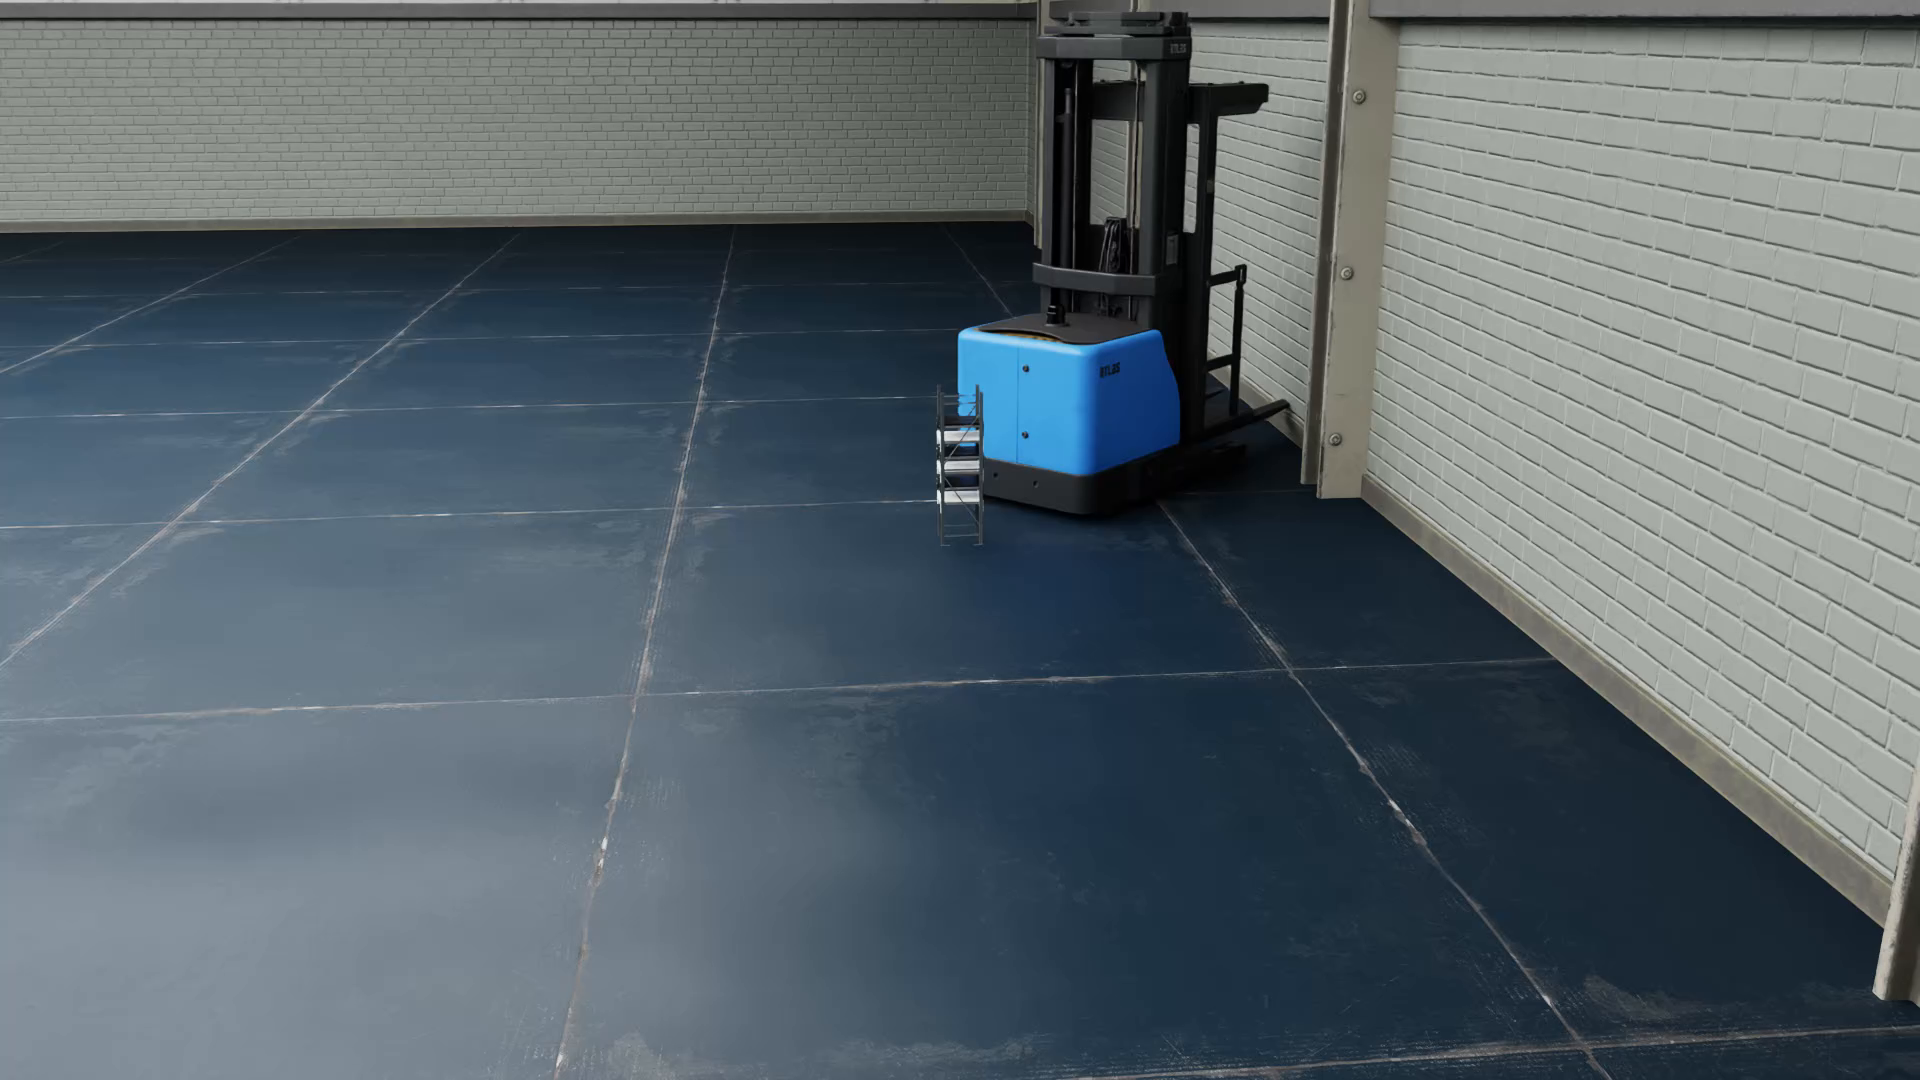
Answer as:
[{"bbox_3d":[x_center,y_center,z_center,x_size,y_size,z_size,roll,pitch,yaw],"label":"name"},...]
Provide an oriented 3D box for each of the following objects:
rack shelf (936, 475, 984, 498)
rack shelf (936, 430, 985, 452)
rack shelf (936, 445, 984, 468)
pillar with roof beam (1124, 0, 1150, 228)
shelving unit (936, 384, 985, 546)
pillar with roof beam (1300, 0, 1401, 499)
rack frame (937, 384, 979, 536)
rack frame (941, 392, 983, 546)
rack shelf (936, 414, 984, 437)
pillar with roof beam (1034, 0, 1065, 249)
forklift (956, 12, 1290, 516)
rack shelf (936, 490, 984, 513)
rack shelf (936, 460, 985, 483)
[{"bbox_3d":[0.001,-0.309,9.572,0.258,0.077,0.200,-2,18,-6],"label":"rack shelf"},{"bbox_3d":[0.001,-0.567,9.491,0.258,0.077,0.200,-2,18,-6],"label":"rack shelf"},{"bbox_3d":[0.001,-0.481,9.518,0.258,0.077,0.200,-2,18,-6],"label":"rack shelf"},{"bbox_3d":[-2.499,-6.274,14.639,9.100,9.000,0.400,-2,18,-6],"label":"pillar with roof beam"},{"bbox_3d":[0.001,-0.427,9.535,0.258,0.900,0.210,-2,18,-6],"label":"shelving unit"},{"bbox_3d":[-1.881,-4.487,8.945,9.100,9.000,0.400,-2,18,-6],"label":"pillar with roof beam"},{"bbox_3d":[-0.010,-0.457,9.631,0.240,0.900,0.006,-2,18,-6],"label":"rack frame"},{"bbox_3d":[0.011,-0.397,9.438,0.240,0.900,0.006,-2,18,-6],"label":"rack frame"},{"bbox_3d":[0.001,-0.653,9.464,0.258,0.077,0.200,-2,18,-6],"label":"rack shelf"},{"bbox_3d":[-3.118,-8.062,20.333,9.100,9.000,0.400,-2,18,-6],"label":"pillar with roof beam"},{"bbox_3d":[1.280,-1.921,10.903,1.130,2.935,3.031,13,22,36],"label":"forklift"},{"bbox_3d":[0.001,-0.223,9.598,0.258,0.077,0.200,-2,18,-6],"label":"rack shelf"},{"bbox_3d":[0.001,-0.395,9.545,0.258,0.077,0.200,-2,18,-6],"label":"rack shelf"}]
